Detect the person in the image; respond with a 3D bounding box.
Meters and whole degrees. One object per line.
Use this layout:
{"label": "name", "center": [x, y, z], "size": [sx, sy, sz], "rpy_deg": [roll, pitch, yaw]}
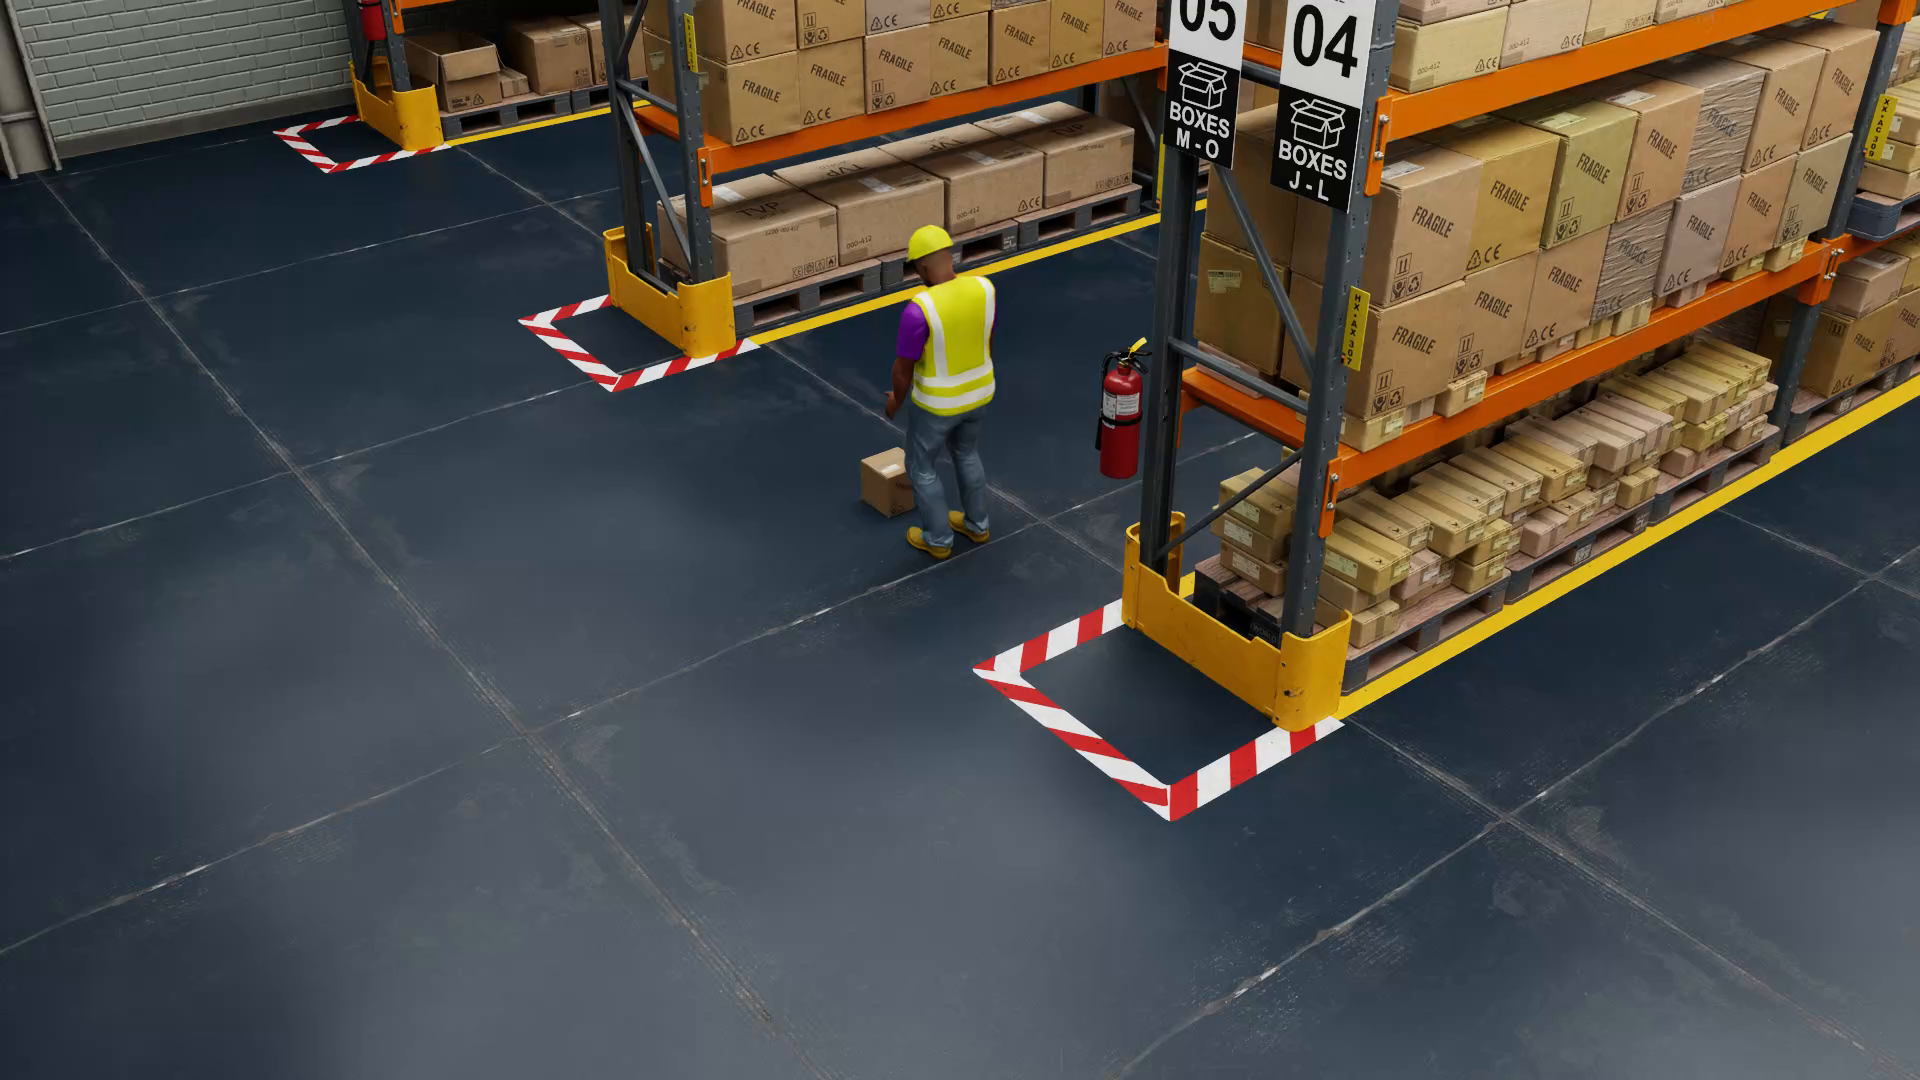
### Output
{"label": "person", "center": [-0.090, -0.729, 8.321], "size": [0.588, 1.725, 0.437], "rpy_deg": [-21, 38, -30]}
